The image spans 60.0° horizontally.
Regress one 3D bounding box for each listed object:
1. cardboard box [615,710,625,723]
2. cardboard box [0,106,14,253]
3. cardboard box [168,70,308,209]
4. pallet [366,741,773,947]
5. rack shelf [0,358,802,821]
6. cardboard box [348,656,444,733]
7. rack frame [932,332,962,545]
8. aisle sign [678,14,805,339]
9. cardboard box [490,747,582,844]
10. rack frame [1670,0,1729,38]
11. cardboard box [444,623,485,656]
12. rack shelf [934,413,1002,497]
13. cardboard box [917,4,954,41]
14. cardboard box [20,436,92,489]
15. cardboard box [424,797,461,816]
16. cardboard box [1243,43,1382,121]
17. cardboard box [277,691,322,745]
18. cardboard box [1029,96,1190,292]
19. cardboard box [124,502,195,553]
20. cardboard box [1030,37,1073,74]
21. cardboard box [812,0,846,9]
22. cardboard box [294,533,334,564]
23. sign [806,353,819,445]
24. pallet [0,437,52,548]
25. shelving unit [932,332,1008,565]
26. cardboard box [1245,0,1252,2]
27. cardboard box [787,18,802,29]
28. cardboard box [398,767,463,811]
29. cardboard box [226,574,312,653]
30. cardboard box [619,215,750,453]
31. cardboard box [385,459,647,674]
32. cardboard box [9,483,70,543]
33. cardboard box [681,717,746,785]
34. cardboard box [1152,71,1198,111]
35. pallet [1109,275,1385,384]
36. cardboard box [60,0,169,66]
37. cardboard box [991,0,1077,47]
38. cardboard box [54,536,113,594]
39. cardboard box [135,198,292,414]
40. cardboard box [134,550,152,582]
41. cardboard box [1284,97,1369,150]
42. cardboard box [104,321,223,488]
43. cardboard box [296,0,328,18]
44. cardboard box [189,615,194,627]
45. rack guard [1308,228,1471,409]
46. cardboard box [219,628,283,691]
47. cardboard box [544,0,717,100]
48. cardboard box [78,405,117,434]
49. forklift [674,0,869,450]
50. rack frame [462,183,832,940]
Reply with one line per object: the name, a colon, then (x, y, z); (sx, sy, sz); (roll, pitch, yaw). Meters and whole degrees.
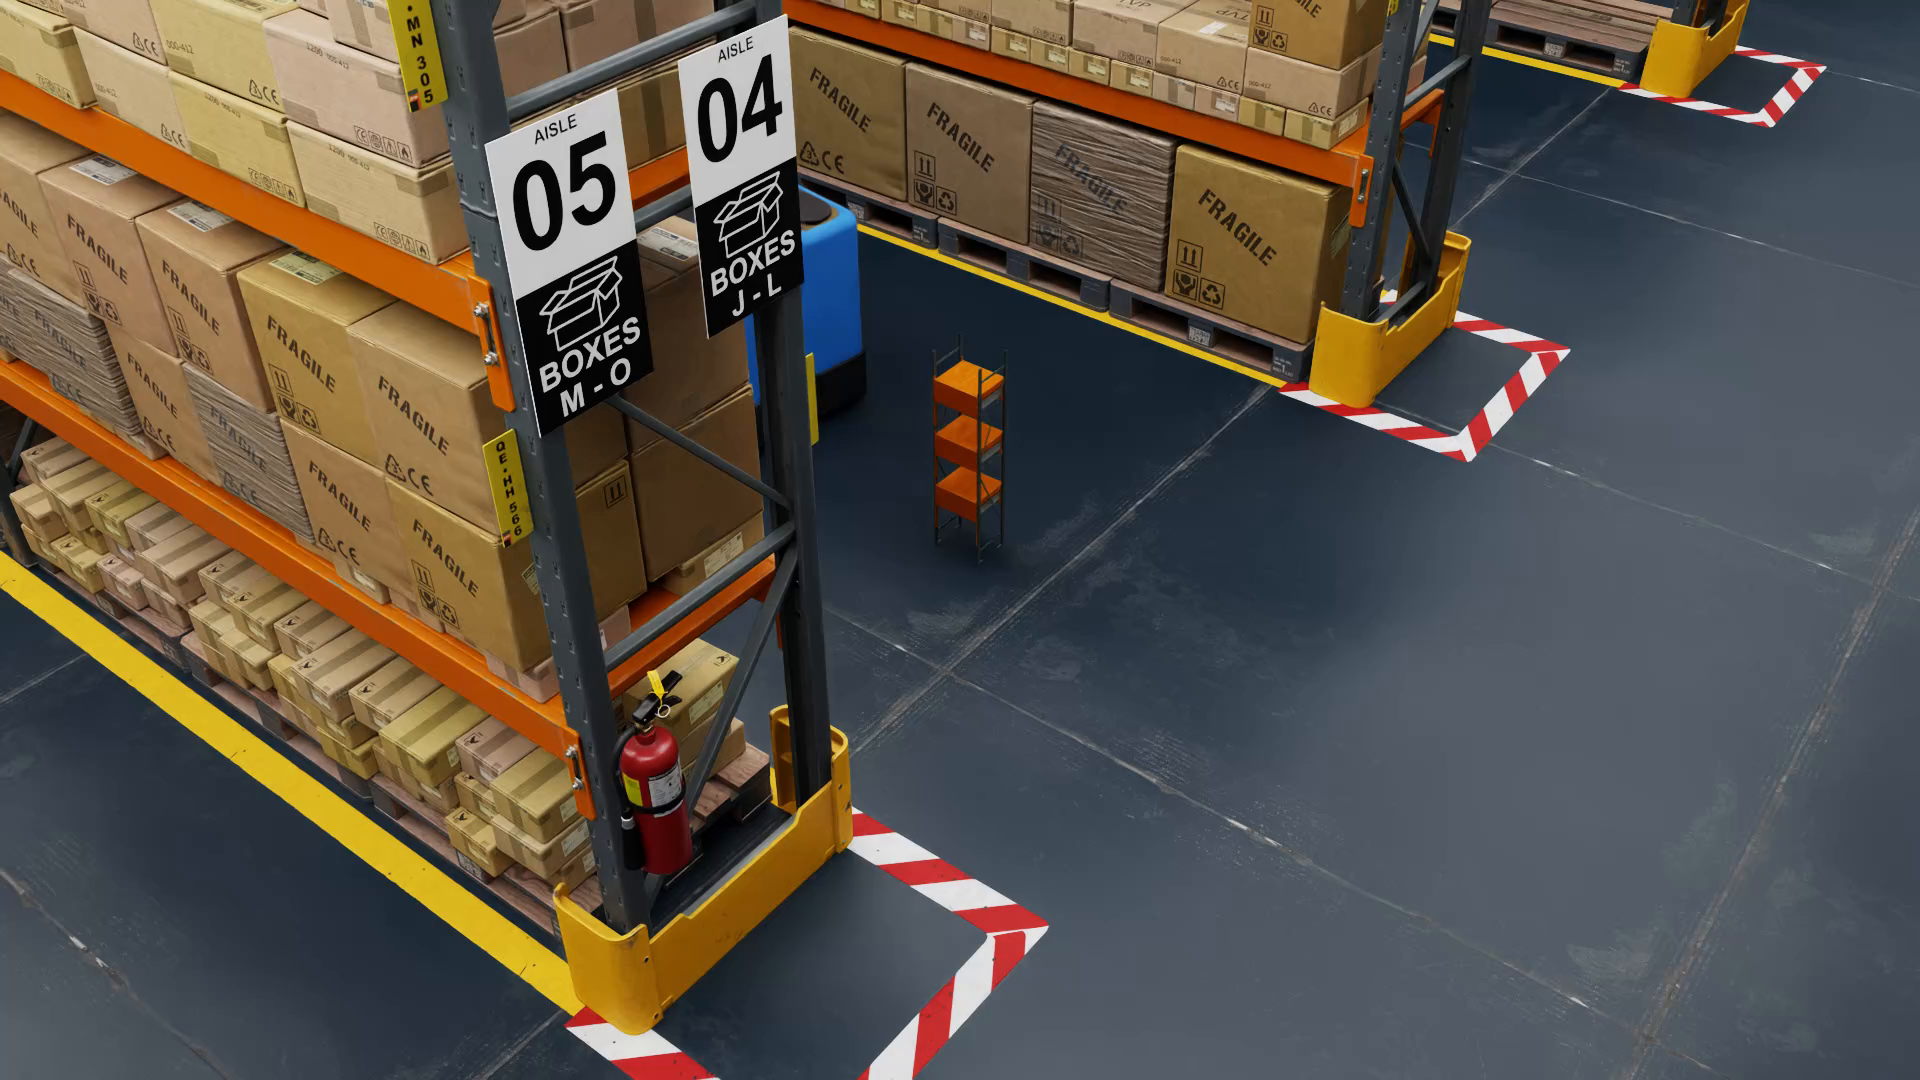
cardboard box: (-1.253, 0.574, 6.314); (0.250, 0.149, 0.380); (25, 44, 28)
cardboard box: (-3.355, -1.387, 5.955); (0.500, 0.500, 0.500); (24, 44, 27)
cardboard box: (-1.741, -1.164, 4.492); (0.500, 0.250, 0.500); (25, 45, 29)
pallet: (-1.494, 0.934, 6.386); (1.213, 0.211, 1.003); (25, 45, 29)
rack shelf: (-2.398, -0.280, 6.258); (4.000, 0.370, 1.077); (25, 45, 29)
cardboard box: (-1.999, 0.550, 6.104); (0.250, 0.149, 0.380); (23, 44, 27)
rack frame: (-0.054, -0.439, 7.459); (0.008, 1.050, 0.200); (25, 45, 29)
aisle sign: (-0.569, -0.957, 4.430); (0.004, 0.787, 0.394); (25, 45, 29)
cardboard box: (-1.384, 0.835, 5.740); (0.250, 0.149, 0.380); (26, 45, 29)
rack frame: (5.293, -4.630, 11.231); (0.127, 3.000, 1.000); (25, 45, 29)
cardboard box: (-1.415, 0.190, 5.278); (0.250, 0.149, 0.380); (25, 45, 29)
rack shelf: (0.043, -0.385, 7.407); (0.240, 0.259, 0.215); (25, 45, 29)
cardboard box: (-0.029, -2.940, 9.276); (0.250, 0.149, 0.380); (25, 44, 28)
cardboard box: (-3.839, -0.359, 7.264); (0.250, 0.149, 0.380); (27, 46, 30)
cardboard box: (-1.778, 0.860, 6.190); (0.250, 0.149, 0.380); (25, 44, 28)
cardboard box: (1.738, -2.314, 8.153); (0.500, 0.250, 0.500); (25, 44, 28)
cardboard box: (-2.427, 0.597, 6.526); (0.250, 0.149, 0.380); (26, 45, 29)
cardboard box: (1.004, -2.075, 9.350); (0.875, 0.875, 0.875); (25, 45, 29)
cardboard box: (-3.204, -0.069, 6.895); (0.250, 0.149, 0.380); (24, 44, 27)
cardboard box: (0.587, -2.651, 8.906); (0.250, 0.149, 0.380); (26, 45, 29)
cardboard box: (-0.652, -3.232, 9.649); (0.250, 0.149, 0.380); (24, 44, 27)
cardboard box: (-2.032, -0.094, 5.641); (0.250, 0.149, 0.380); (23, 44, 27)
sign: (-0.480, -0.421, 5.152); (0.005, 0.325, 0.100); (25, 45, 29)
pallet: (-4.606, -0.505, 8.224); (1.213, 0.211, 1.003); (25, 45, 29)
shelving unit: (0.042, -0.393, 7.401); (0.252, 1.050, 0.215); (25, 45, 29)
cardboard box: (1.670, -3.057, 8.494); (0.500, 0.500, 0.500); (24, 44, 28)
cardboard box: (-1.414, -3.262, 10.865); (0.875, 0.875, 1.225); (25, 45, 29)
cardboard box: (-1.816, 0.774, 6.058); (0.250, 0.149, 0.380); (23, 44, 27)
cardboard box: (-2.613, 0.239, 6.501); (0.250, 0.149, 0.380); (25, 45, 29)
cardboard box: (-1.005, -0.662, 5.029); (0.500, 0.500, 0.500); (25, 44, 28)
cardboard box: (-1.323, -0.013, 5.011); (0.500, 0.500, 0.500); (26, 45, 29)
cardboard box: (-3.893, -0.180, 7.277); (0.250, 0.149, 0.380); (27, 46, 30)
cardboard box: (-1.031, 0.790, 6.279); (0.250, 0.149, 0.380); (26, 45, 29)
cardboard box: (1.196, -2.363, 8.539); (0.250, 0.149, 0.380); (26, 45, 29)
pallet: (1.601, -1.368, 9.326); (1.213, 0.211, 1.003); (25, 45, 29)
cardboard box: (-2.142, -1.565, 4.598); (0.500, 0.250, 0.500); (26, 45, 29)
cardboard box: (0.515, -2.888, 8.886); (0.500, 0.250, 0.500); (25, 45, 29)
cardboard box: (-3.681, 0.039, 7.240); (0.250, 0.149, 0.380); (27, 45, 30)
cardboard box: (-2.145, -0.794, 5.197); (0.500, 0.500, 0.500); (28, 46, 31)
cardboard box: (-3.210, 0.047, 6.987); (0.250, 0.149, 0.380); (23, 44, 26)
cardboard box: (1.801, -2.078, 8.175); (0.250, 0.149, 0.380); (26, 45, 29)
cardboard box: (-2.527, -0.585, 5.742); (0.500, 0.500, 0.500); (28, 46, 31)
cardboard box: (-1.402, -1.400, 4.065); (0.250, 0.149, 0.380); (26, 45, 29)
cardboard box: (-2.986, 0.260, 6.956); (0.250, 0.149, 0.380); (23, 44, 27)
rack guard: (2.303, -1.212, 8.892); (0.348, 0.500, 1.175); (25, 45, 29)
cardboard box: (-2.663, 0.392, 6.547); (0.250, 0.149, 0.380); (26, 45, 29)
cardboard box: (-1.008, -1.428, 4.424); (0.500, 0.250, 0.500); (26, 45, 29)
cardboard box: (-3.094, -0.581, 6.263); (0.250, 0.149, 0.380); (26, 45, 29)
forklift: (-1.863, -2.320, 8.336); (1.130, 2.935, 3.031); (-31, 48, -34)
rack frame: (-0.810, 0.186, 5.079); (0.127, 3.000, 1.000); (25, 45, 29)
